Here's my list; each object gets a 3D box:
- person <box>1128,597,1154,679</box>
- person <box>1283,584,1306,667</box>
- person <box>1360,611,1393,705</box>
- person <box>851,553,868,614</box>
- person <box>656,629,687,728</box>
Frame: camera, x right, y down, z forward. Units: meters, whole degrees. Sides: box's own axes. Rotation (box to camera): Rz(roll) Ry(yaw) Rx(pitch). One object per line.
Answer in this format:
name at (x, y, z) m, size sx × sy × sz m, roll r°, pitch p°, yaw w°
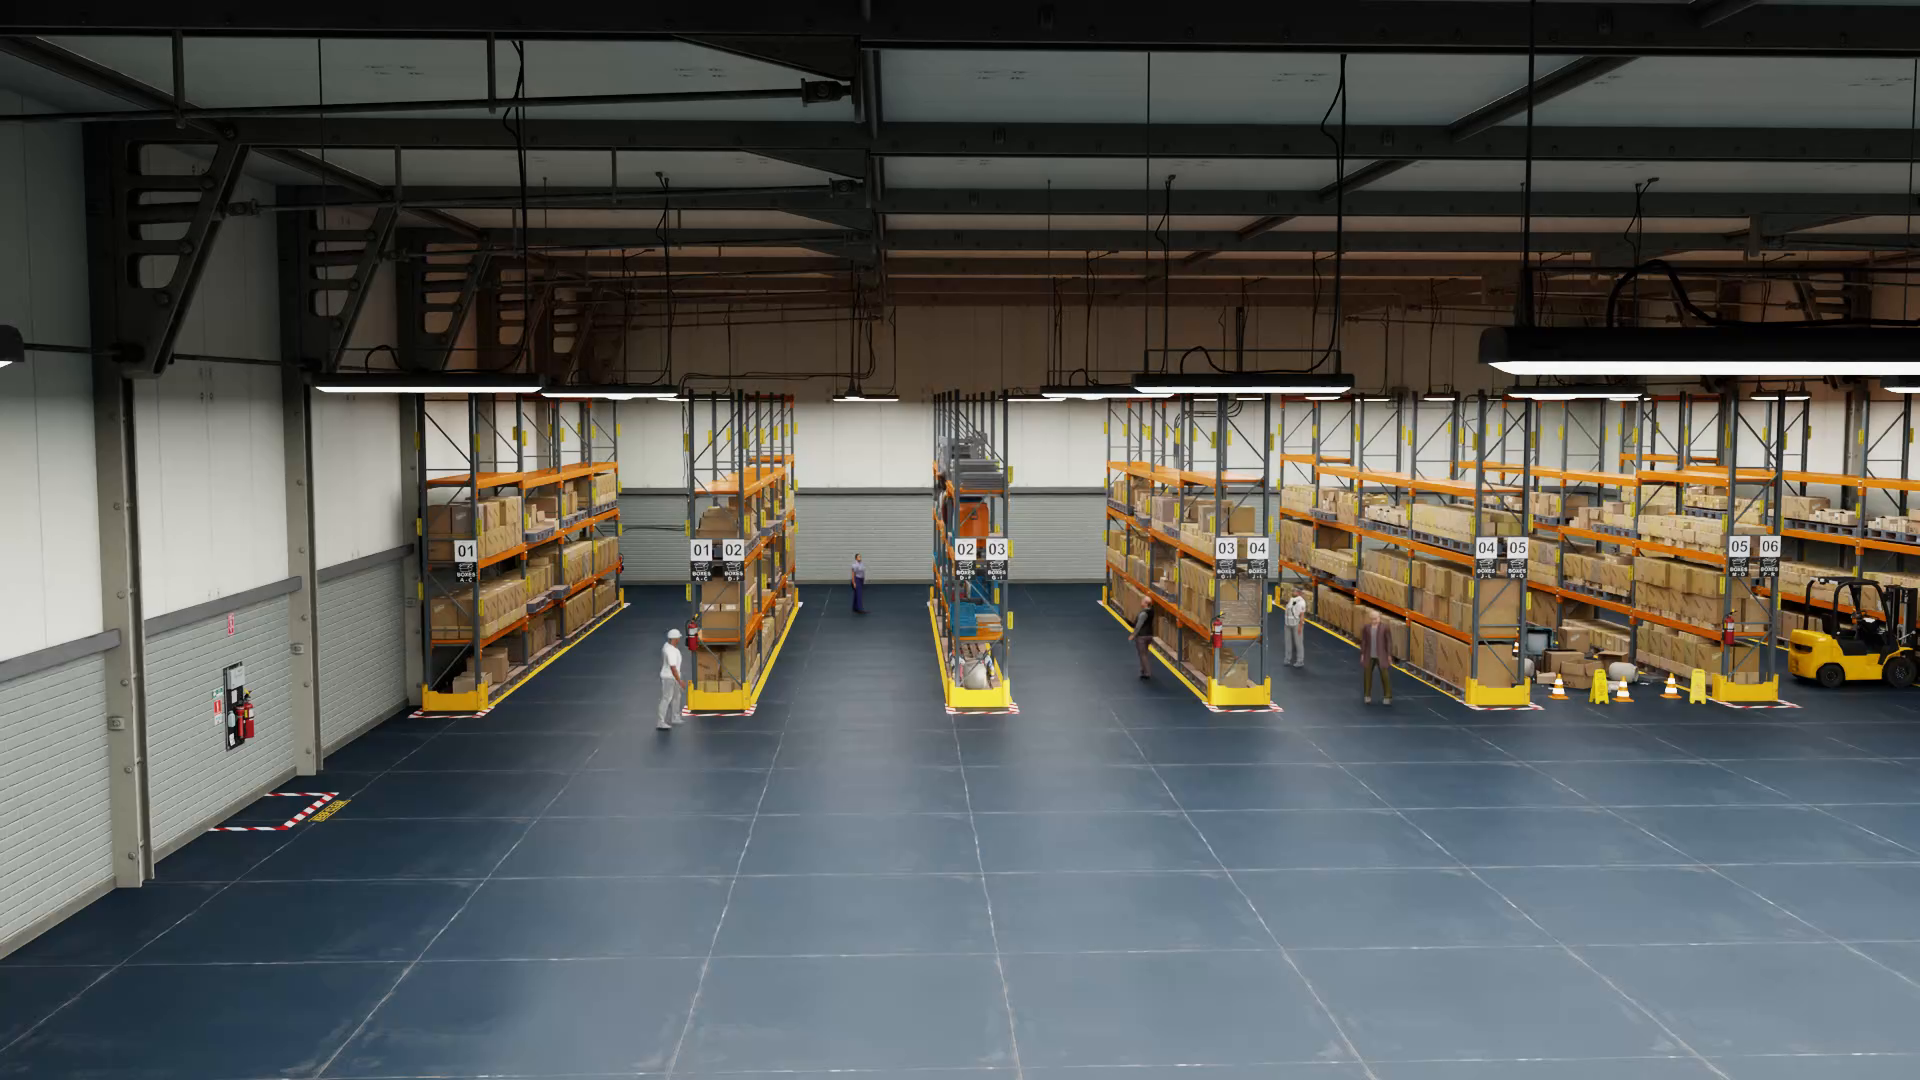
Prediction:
person at (3.809, 2.069, 34.651) m, size 0.584 × 1.784 × 0.551 m, roll -4°, pitch 6°, yaw -40°
person at (7.323, 1.861, 36.435) m, size 0.435 × 1.781 × 0.576 m, roll -4°, pitch 6°, yaw -39°
person at (7.951, 2.301, 31.833) m, size 0.632 × 1.643 × 0.430 m, roll 3°, pitch 5°, yaw 29°
person at (-2.727, 1.189, 45.653) m, size 0.566 × 1.654 × 0.527 m, roll 2°, pitch 5°, yaw 20°
person at (-5.109, 2.473, 29.552) m, size 0.565 × 1.811 × 0.711 m, roll 0°, pitch 5°, yaw -4°
